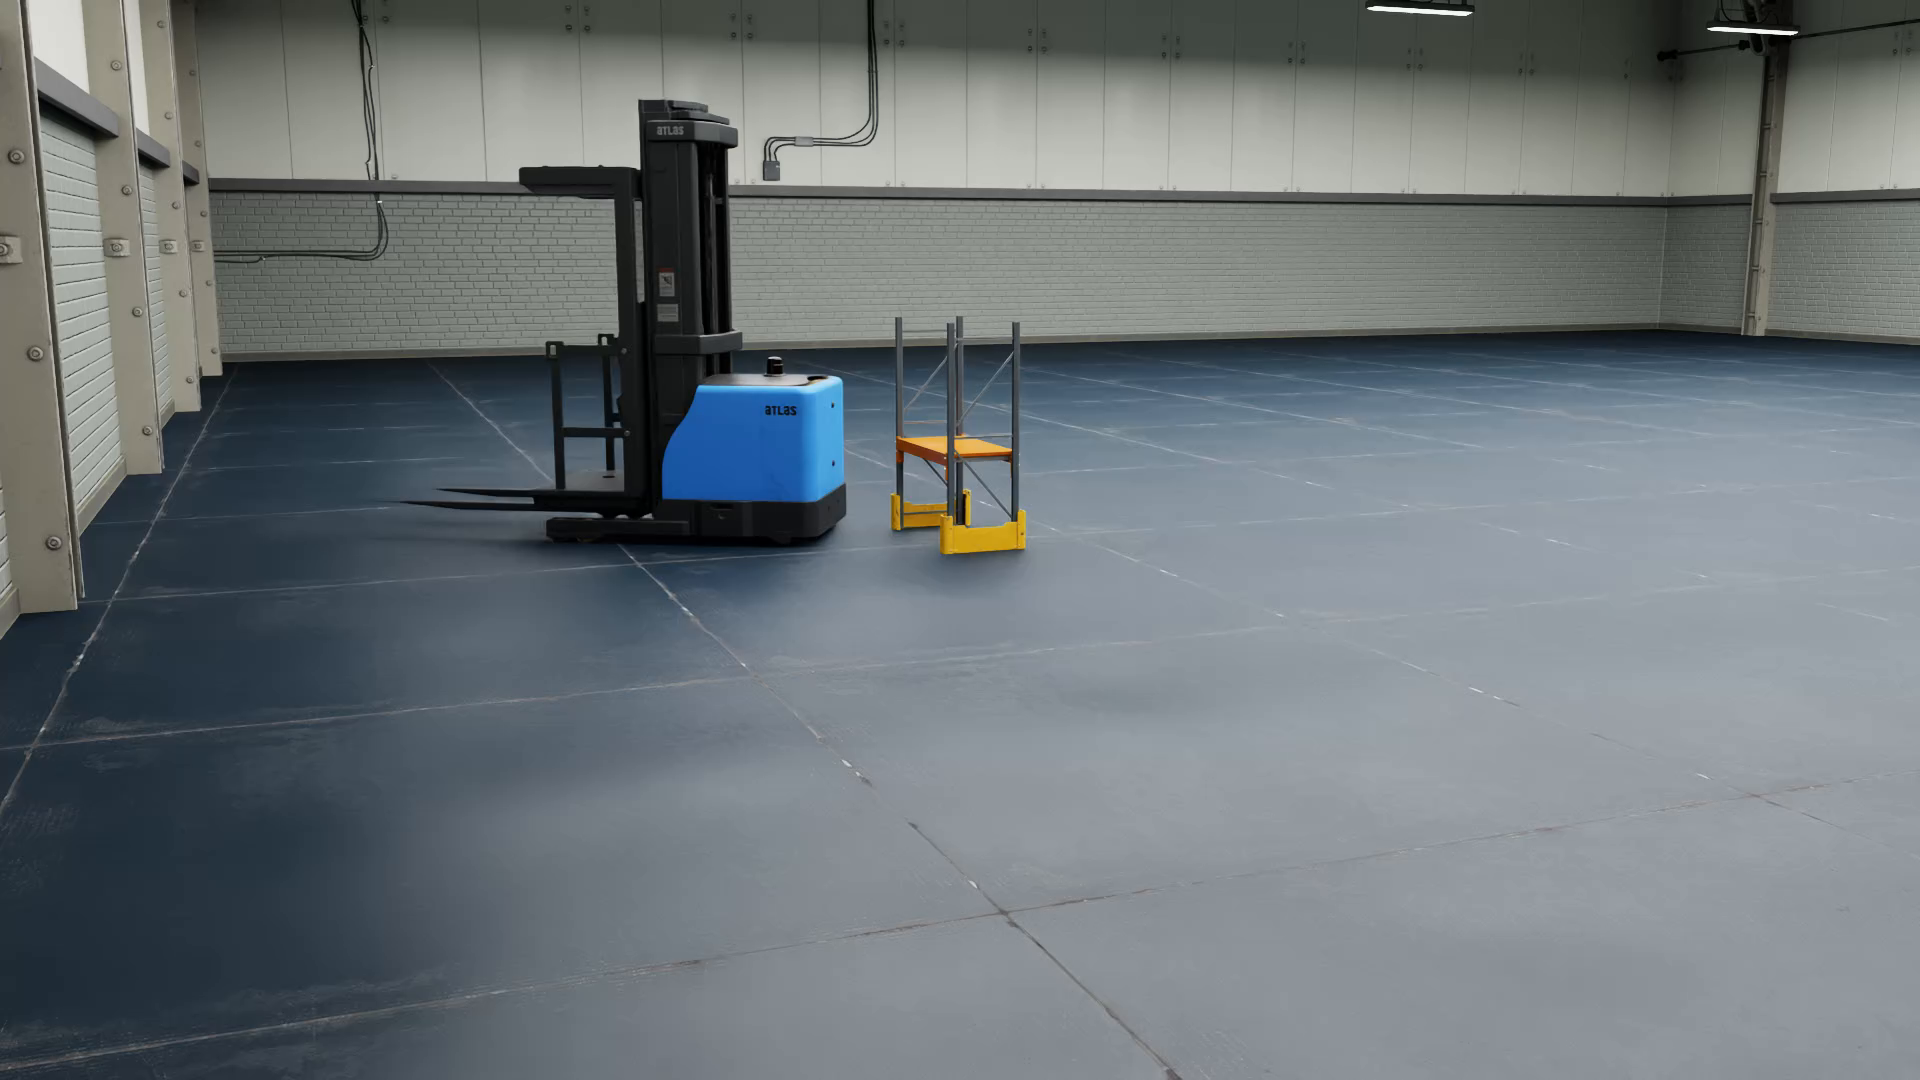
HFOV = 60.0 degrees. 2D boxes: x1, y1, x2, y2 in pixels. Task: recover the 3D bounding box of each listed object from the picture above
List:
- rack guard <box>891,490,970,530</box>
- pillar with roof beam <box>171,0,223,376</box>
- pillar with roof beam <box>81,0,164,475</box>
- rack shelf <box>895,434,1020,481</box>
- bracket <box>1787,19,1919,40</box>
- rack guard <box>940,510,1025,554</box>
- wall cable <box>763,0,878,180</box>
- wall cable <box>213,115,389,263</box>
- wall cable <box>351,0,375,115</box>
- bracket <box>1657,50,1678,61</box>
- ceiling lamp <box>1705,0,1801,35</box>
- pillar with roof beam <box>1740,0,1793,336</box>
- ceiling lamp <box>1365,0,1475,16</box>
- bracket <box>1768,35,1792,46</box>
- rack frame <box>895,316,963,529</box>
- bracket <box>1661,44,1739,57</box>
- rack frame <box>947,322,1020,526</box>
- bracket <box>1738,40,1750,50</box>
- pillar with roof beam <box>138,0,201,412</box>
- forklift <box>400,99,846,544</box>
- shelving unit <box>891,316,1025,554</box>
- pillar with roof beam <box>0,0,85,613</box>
[{"bbox_3d":[-0.208,-0.217,11.925,0.587,0.250,0.087,-4,11,-21],"label":"rack guard"},{"bbox_3d":[-7.640,-7.277,26.637,9.100,9.000,0.548,-4,11,-21],"label":"pillar with roof beam"},{"bbox_3d":[-3.292,-5.319,15.625,9.100,9.000,0.400,-4,11,-21],"label":"pillar with roof beam"},{"bbox_3d":[-0.031,-0.575,11.399,0.538,0.185,1.000,-4,11,-21],"label":"rack shelf"},{"bbox_3d":[18.460,-10.265,33.152,0.076,0.066,4.783,-4,11,-21],"label":"bracket"},{"bbox_3d":[0.153,-0.054,11.011,0.587,0.250,0.087,-4,11,-21],"label":"rack guard"},{"bbox_3d":[-2.634,-9.843,31.351,2.305,6.003,0.169,-4,11,-21],"label":"wall cable"},{"bbox_3d":[-11.488,-6.040,28.548,3.097,2.526,0.112,-4,11,-21],"label":"wall cable"},{"bbox_3d":[-8.966,-8.698,29.071,3.097,2.526,0.112,-4,11,-21],"label":"wall cable"},{"bbox_3d":[16.366,-11.207,38.453,0.235,0.232,0.430,-4,11,-21],"label":"bracket"},{"bbox_3d":[14.483,-10.932,30.513,2.000,3.185,0.800,-4,11,-21],"label":"ceiling lamp"},{"bbox_3d":[13.694,-8.730,34.803,9.100,9.000,0.548,-4,11,-21],"label":"pillar with roof beam"},{"bbox_3d":[7.642,-10.466,27.894,2.000,3.185,0.800,-4,11,-21],"label":"ceiling lamp"},{"bbox_3d":[17.526,-10.685,35.517,0.235,0.232,0.430,-4,11,-21],"label":"bracket"},{"bbox_3d":[-0.215,-0.835,11.834,0.500,1.500,0.032,-4,11,-21],"label":"rack frame"},{"bbox_3d":[16.580,-11.111,37.911,0.076,0.066,3.189,-4,11,-21],"label":"bracket"},{"bbox_3d":[0.153,-0.669,10.901,0.500,1.500,0.032,-4,11,-21],"label":"rack frame"},{"bbox_3d":[17.225,-10.821,36.278,0.235,0.232,0.430,-4,11,-21],"label":"bracket"},{"bbox_3d":[-5.466,-6.298,21.131,9.100,9.000,0.400,-4,11,-21],"label":"pillar with roof beam"},{"bbox_3d":[-2.381,-1.513,11.556,3.031,2.935,1.130,1,10,8],"label":"forklift"},{"bbox_3d":[-0.028,-0.751,11.359,0.587,1.500,1.083,-4,11,-21],"label":"shelving unit"},{"bbox_3d":[-1.117,-4.339,10.120,9.100,9.000,0.400,-4,11,-21],"label":"pillar with roof beam"}]
